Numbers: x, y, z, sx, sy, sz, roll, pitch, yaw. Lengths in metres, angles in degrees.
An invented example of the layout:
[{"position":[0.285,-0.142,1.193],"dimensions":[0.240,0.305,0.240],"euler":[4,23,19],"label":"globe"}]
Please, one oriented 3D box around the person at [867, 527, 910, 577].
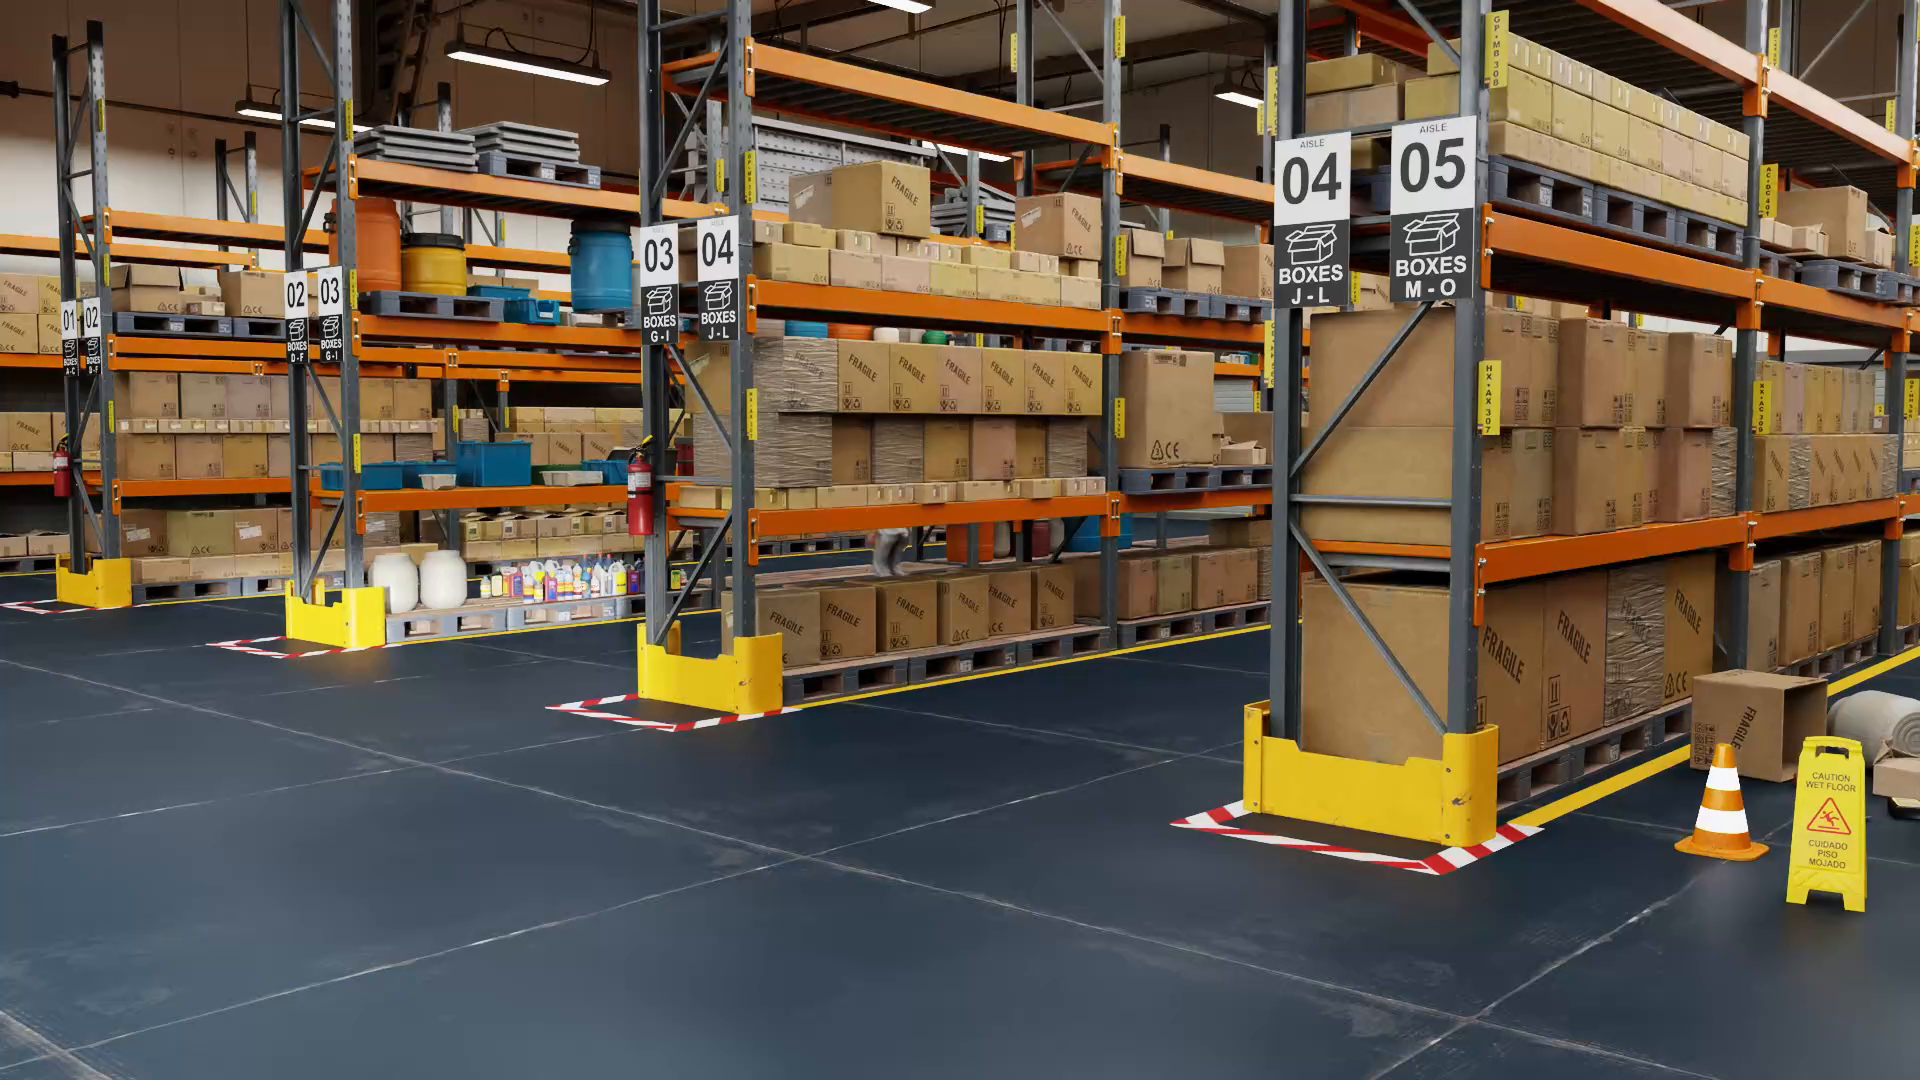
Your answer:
[{"position":[-0.721,-0.044,16.844],"dimensions":[0.368,1.551,0.423],"euler":[3,5,42],"label":"person"}]
